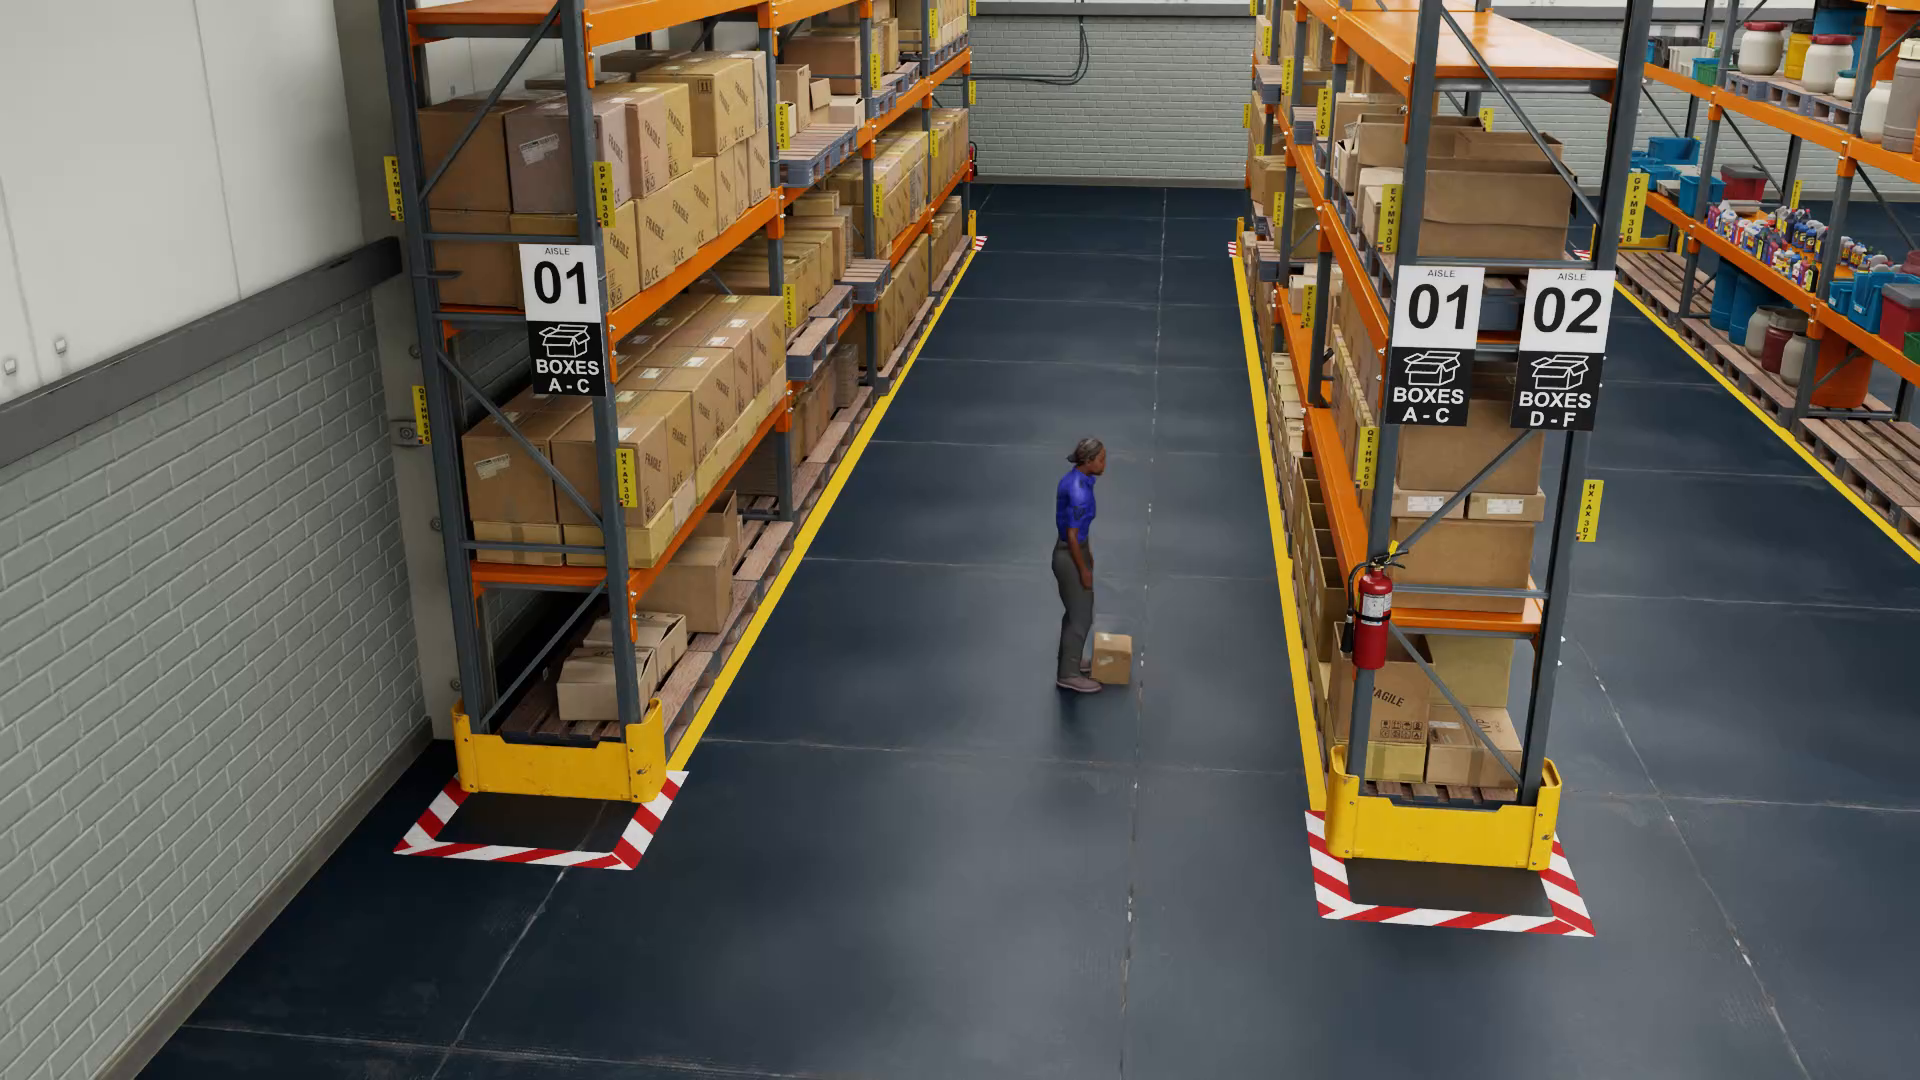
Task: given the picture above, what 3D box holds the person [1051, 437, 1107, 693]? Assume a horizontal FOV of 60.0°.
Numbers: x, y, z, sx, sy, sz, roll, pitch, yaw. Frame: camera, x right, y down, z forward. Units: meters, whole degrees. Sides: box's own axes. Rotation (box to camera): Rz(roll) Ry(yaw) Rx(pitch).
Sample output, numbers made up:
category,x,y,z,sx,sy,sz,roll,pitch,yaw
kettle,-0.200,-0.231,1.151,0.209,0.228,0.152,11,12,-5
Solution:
category,x,y,z,sx,sy,sz,roll,pitch,yaw
person,0.763,0.142,10.745,0.343,1.641,0.503,2,21,5
